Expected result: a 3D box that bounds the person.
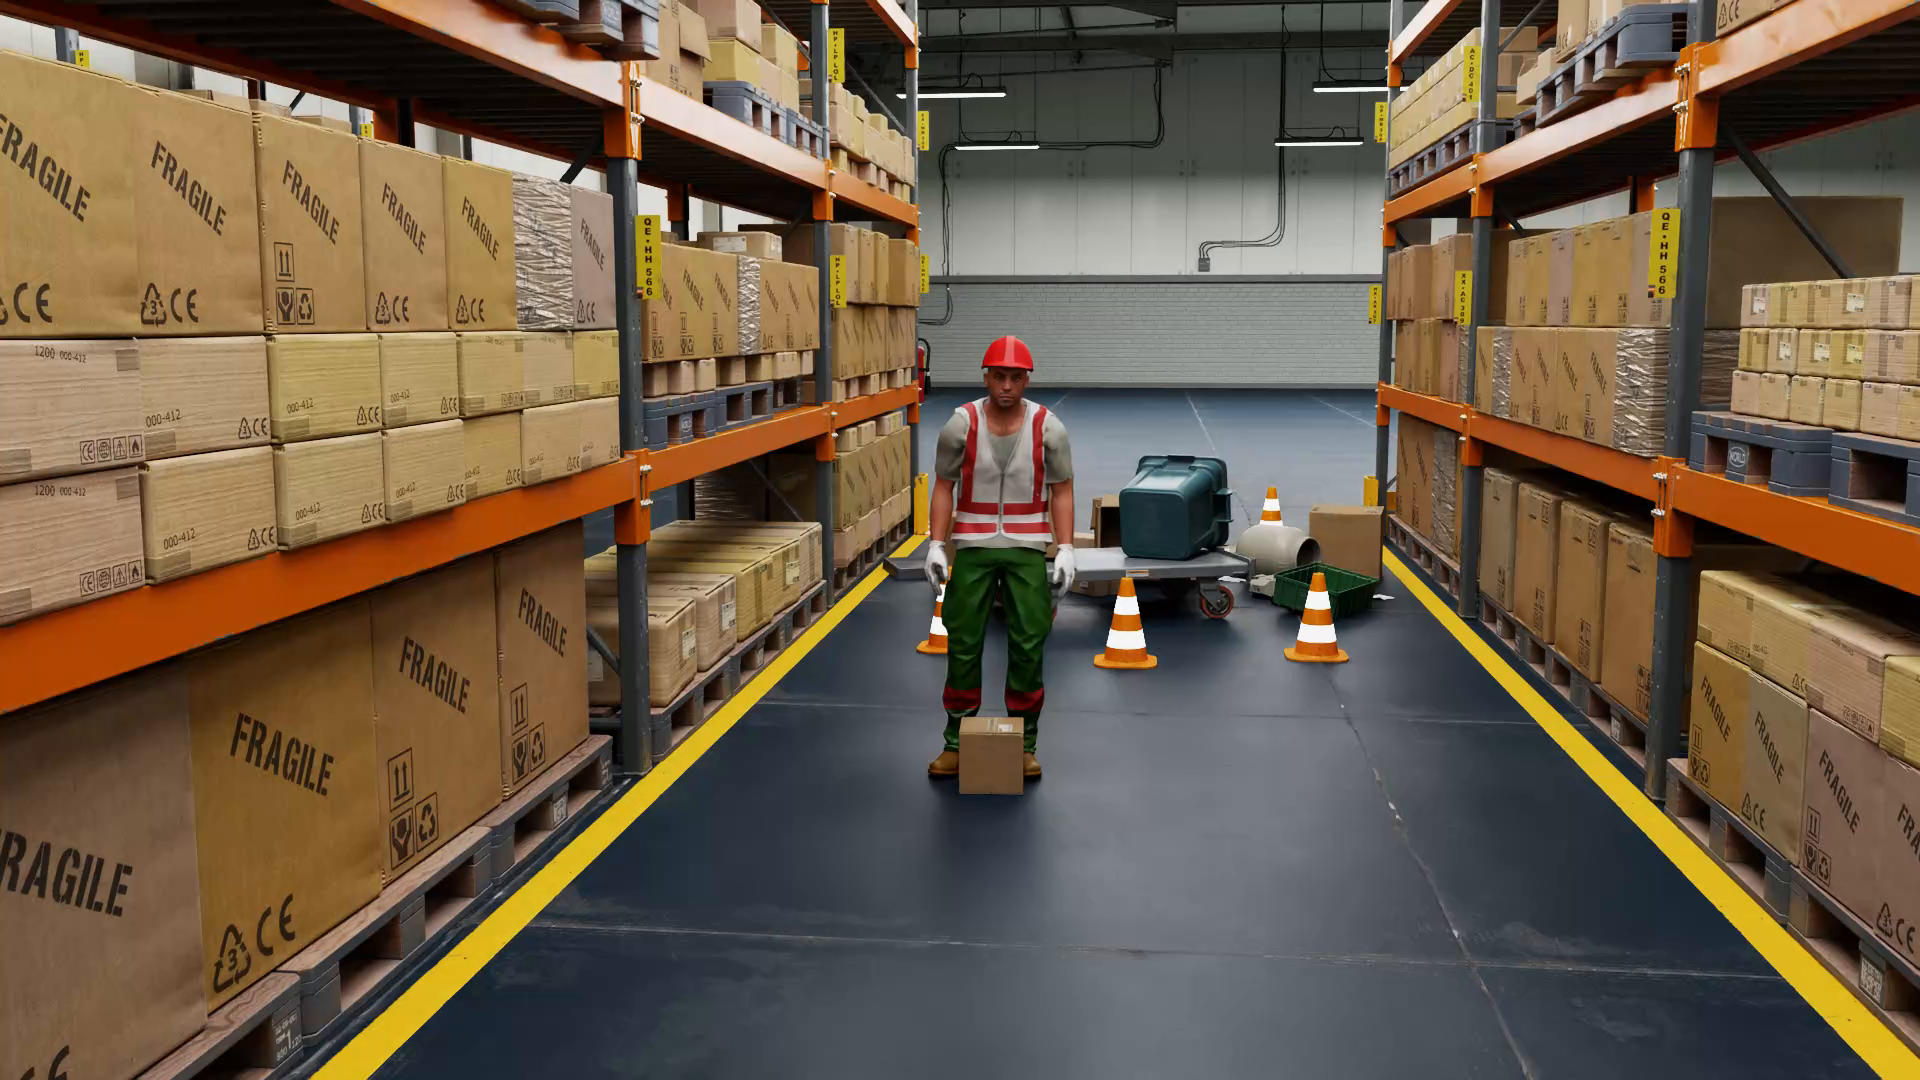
[{"bbox_3d":[0.166,0.068,6.712,0.618,1.779,0.452,0,8,3],"label":"person"}]
